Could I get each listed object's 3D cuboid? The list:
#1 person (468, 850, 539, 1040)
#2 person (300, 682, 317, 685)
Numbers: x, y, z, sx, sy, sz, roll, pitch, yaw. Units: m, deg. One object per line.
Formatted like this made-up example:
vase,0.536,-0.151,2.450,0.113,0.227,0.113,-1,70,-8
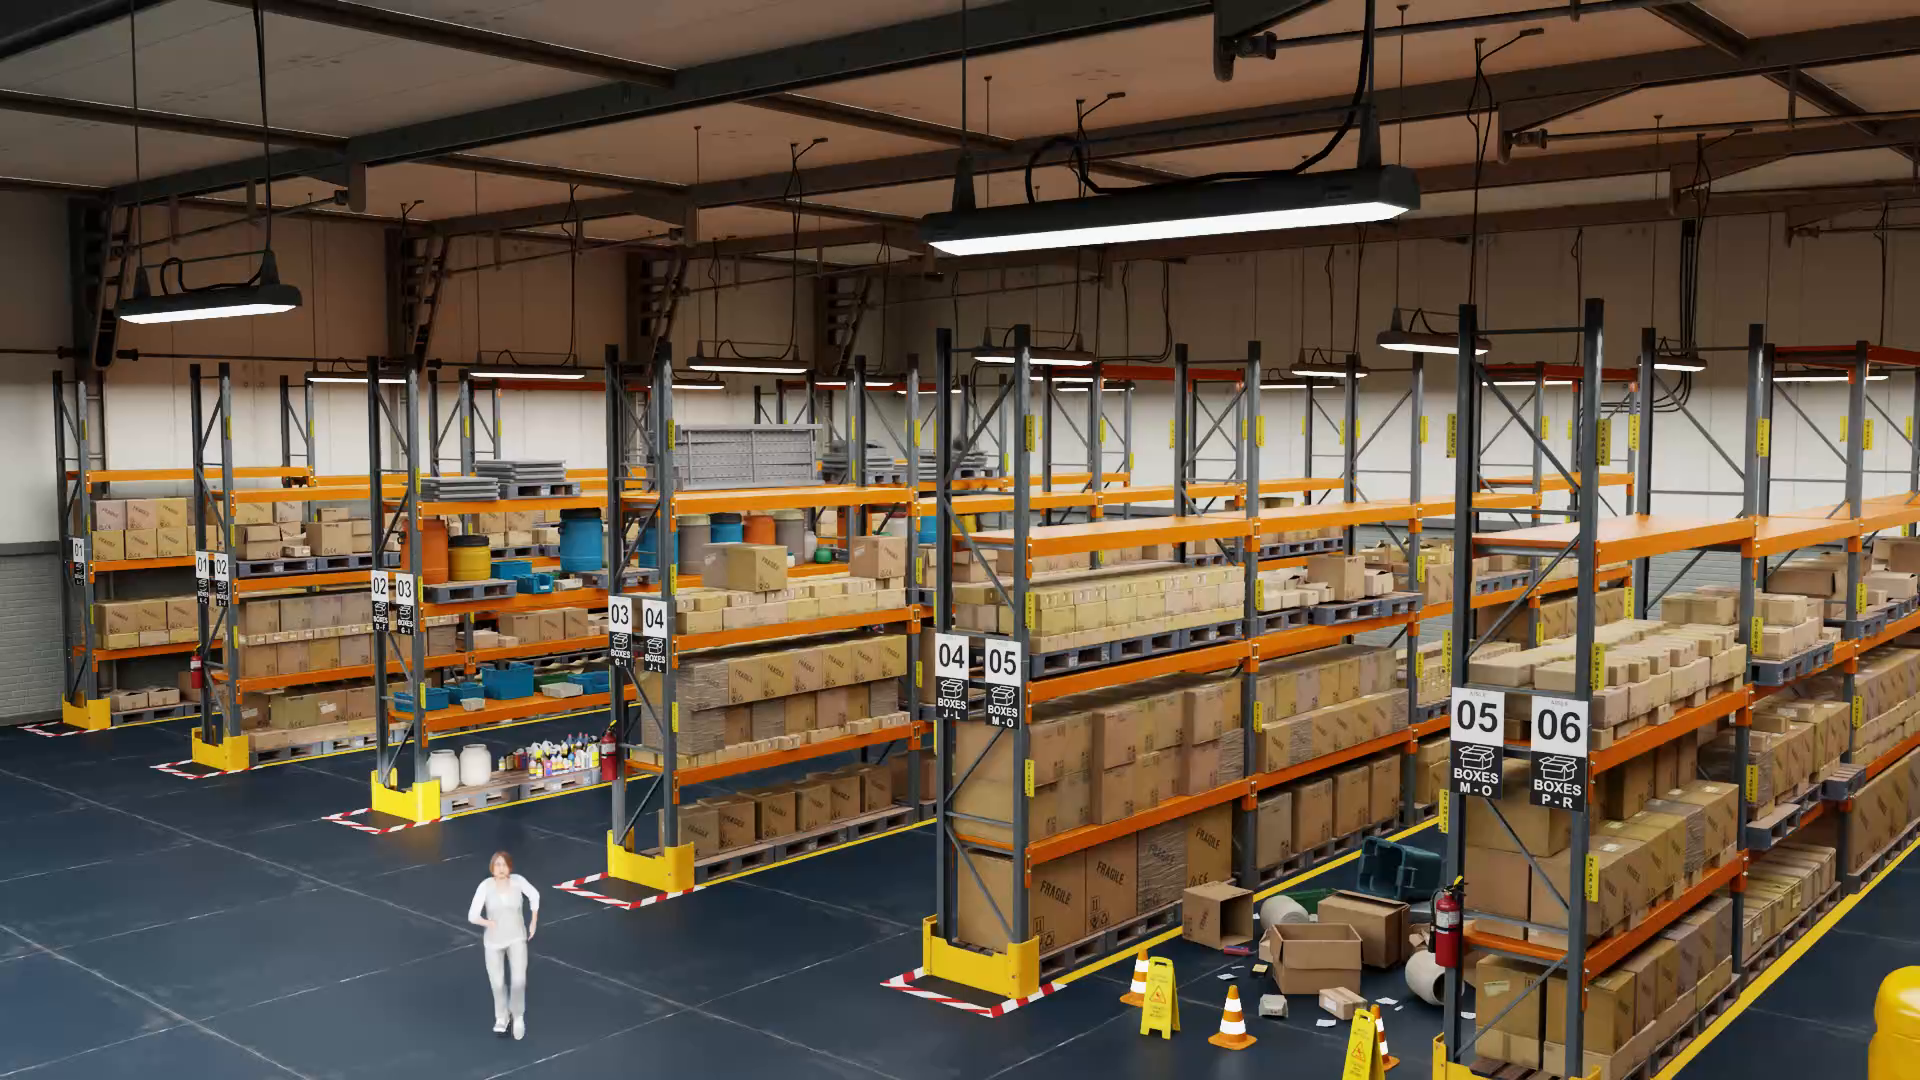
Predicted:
person,-3.774,3.365,13.795,0.573,1.597,0.638,-1,4,-15
person,-10.938,2.357,27.742,0.580,1.662,0.685,2,5,29
